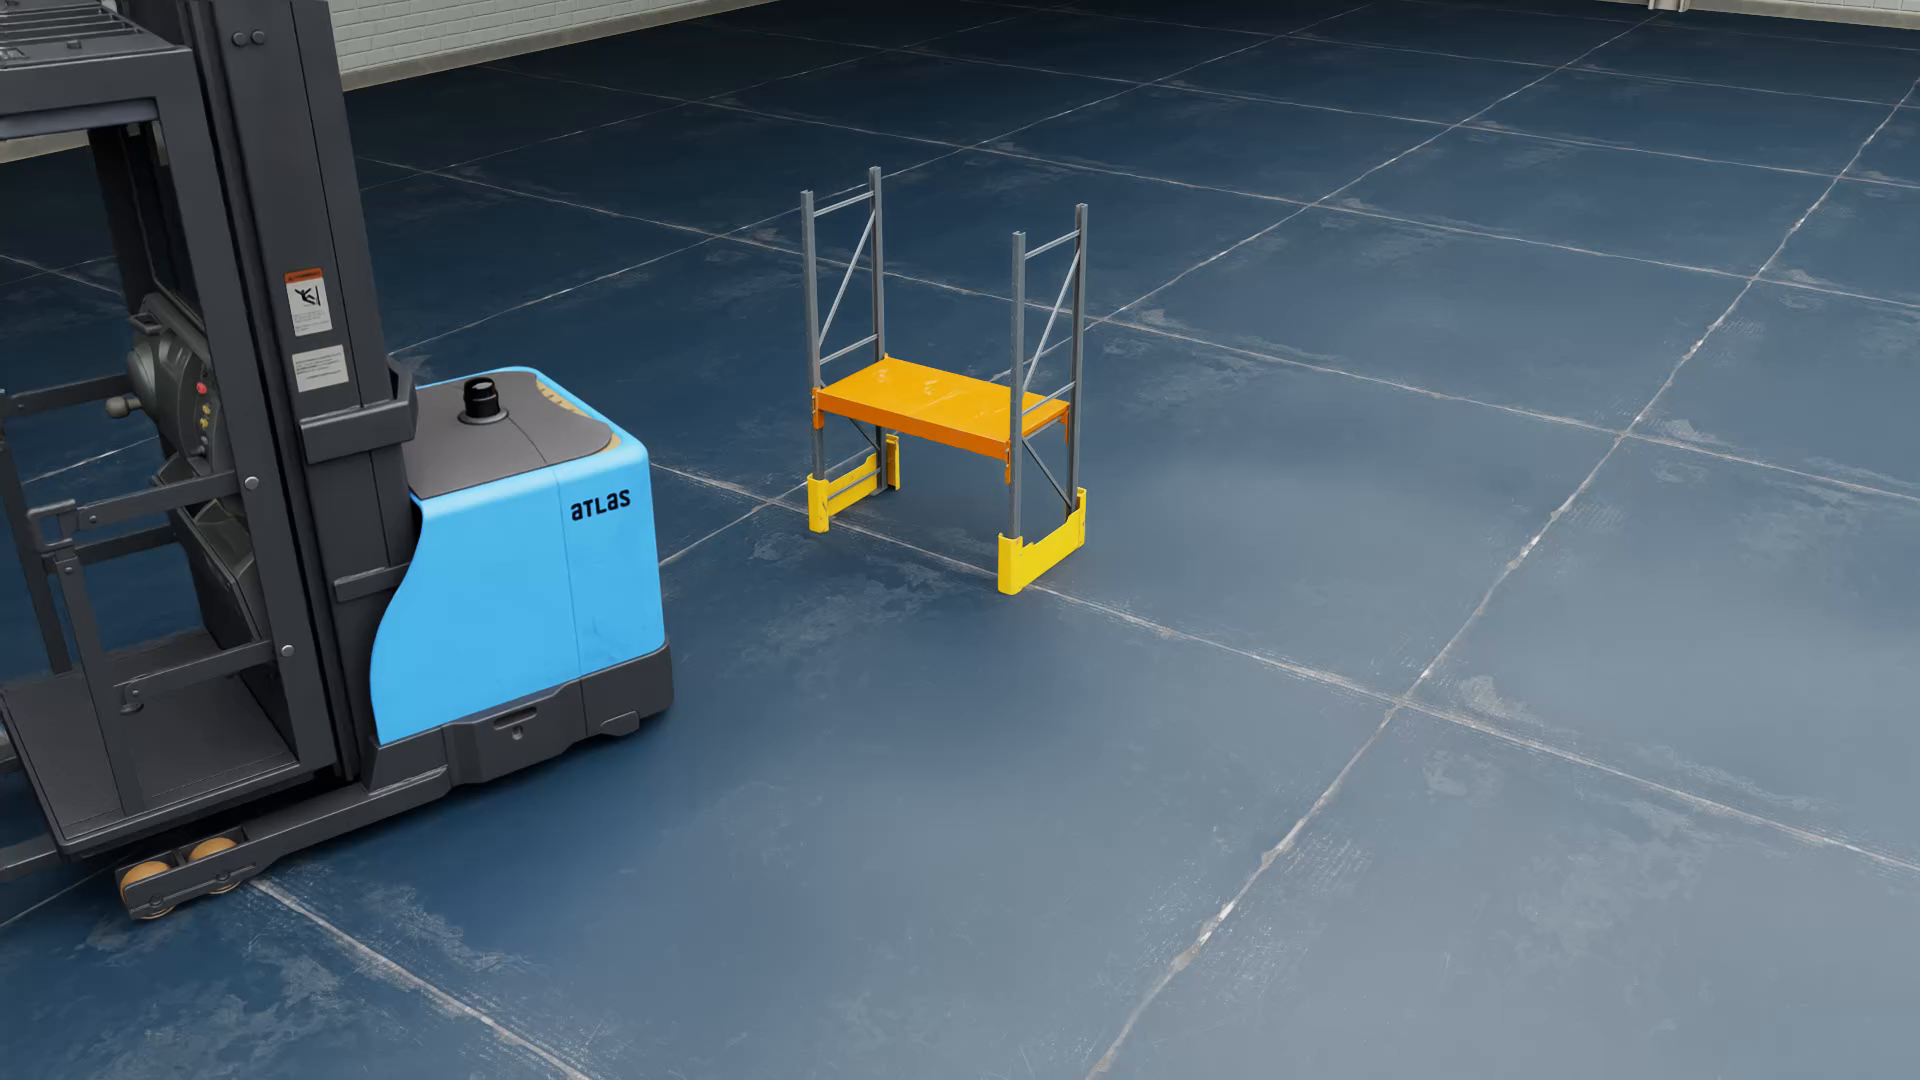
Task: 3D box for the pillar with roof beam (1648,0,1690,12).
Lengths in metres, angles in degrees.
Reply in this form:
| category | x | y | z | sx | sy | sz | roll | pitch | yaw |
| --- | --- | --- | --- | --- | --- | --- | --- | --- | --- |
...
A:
| category | x | y | z | sx | sy | sz | roll | pitch | yaw |
| --- | --- | --- | --- | --- | --- | --- | --- | --- | --- |
| pillar with roof beam | 5.863 | -8.625 | 14.277 | 0.400 | 9.000 | 9.100 | 17 | 32 | 30 |

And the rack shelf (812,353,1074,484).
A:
| category | x | y | z | sx | sy | sz | roll | pitch | yaw |
| --- | --- | --- | --- | --- | --- | --- | --- | --- | --- |
| rack shelf | -0.070 | -0.530 | 7.034 | 1.000 | 0.185 | 0.538 | 17 | 32 | 30 |

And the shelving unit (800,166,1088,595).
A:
| category | x | y | z | sx | sy | sz | roll | pitch | yaw |
| --- | --- | --- | --- | --- | --- | --- | --- | --- | --- |
| shelving unit | -0.063 | -0.688 | 6.948 | 1.083 | 1.500 | 0.587 | 17 | 32 | 30 |

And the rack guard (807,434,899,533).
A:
| category | x | y | z | sx | sy | sz | roll | pitch | yaw |
| --- | --- | --- | --- | --- | --- | --- | --- | --- | --- |
| rack guard | -0.473 | -0.259 | 7.483 | 0.087 | 0.250 | 0.587 | 17 | 32 | 30 |

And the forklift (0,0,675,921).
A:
| category | x | y | z | sx | sy | sz | roll | pitch | yaw |
| --- | --- | --- | --- | --- | --- | --- | --- | --- | --- |
| forklift | -2.509 | -0.439 | 4.880 | 3.031 | 2.935 | 1.130 | -19 | 32 | -32 |

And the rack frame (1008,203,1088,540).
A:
| category | x | y | z | sx | sy | sz | roll | pitch | yaw |
| --- | --- | --- | --- | --- | --- | --- | --- | --- | --- |
| rack frame | 0.349 | -0.560 | 6.696 | 0.032 | 1.500 | 0.500 | 17 | 32 | 30 |

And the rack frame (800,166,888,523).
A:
| category | x | y | z | sx | sy | sz | roll | pitch | yaw |
| --- | --- | --- | --- | --- | --- | --- | --- | --- | --- |
| rack frame | -0.489 | -0.821 | 7.209 | 0.032 | 1.500 | 0.500 | 17 | 32 | 30 |

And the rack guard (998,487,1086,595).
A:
| category | x | y | z | sx | sy | sz | roll | pitch | yaw |
| --- | --- | --- | --- | --- | --- | --- | --- | --- | --- |
| rack guard | 0.348 | -0.003 | 6.980 | 0.087 | 0.250 | 0.587 | 17 | 32 | 30 |
